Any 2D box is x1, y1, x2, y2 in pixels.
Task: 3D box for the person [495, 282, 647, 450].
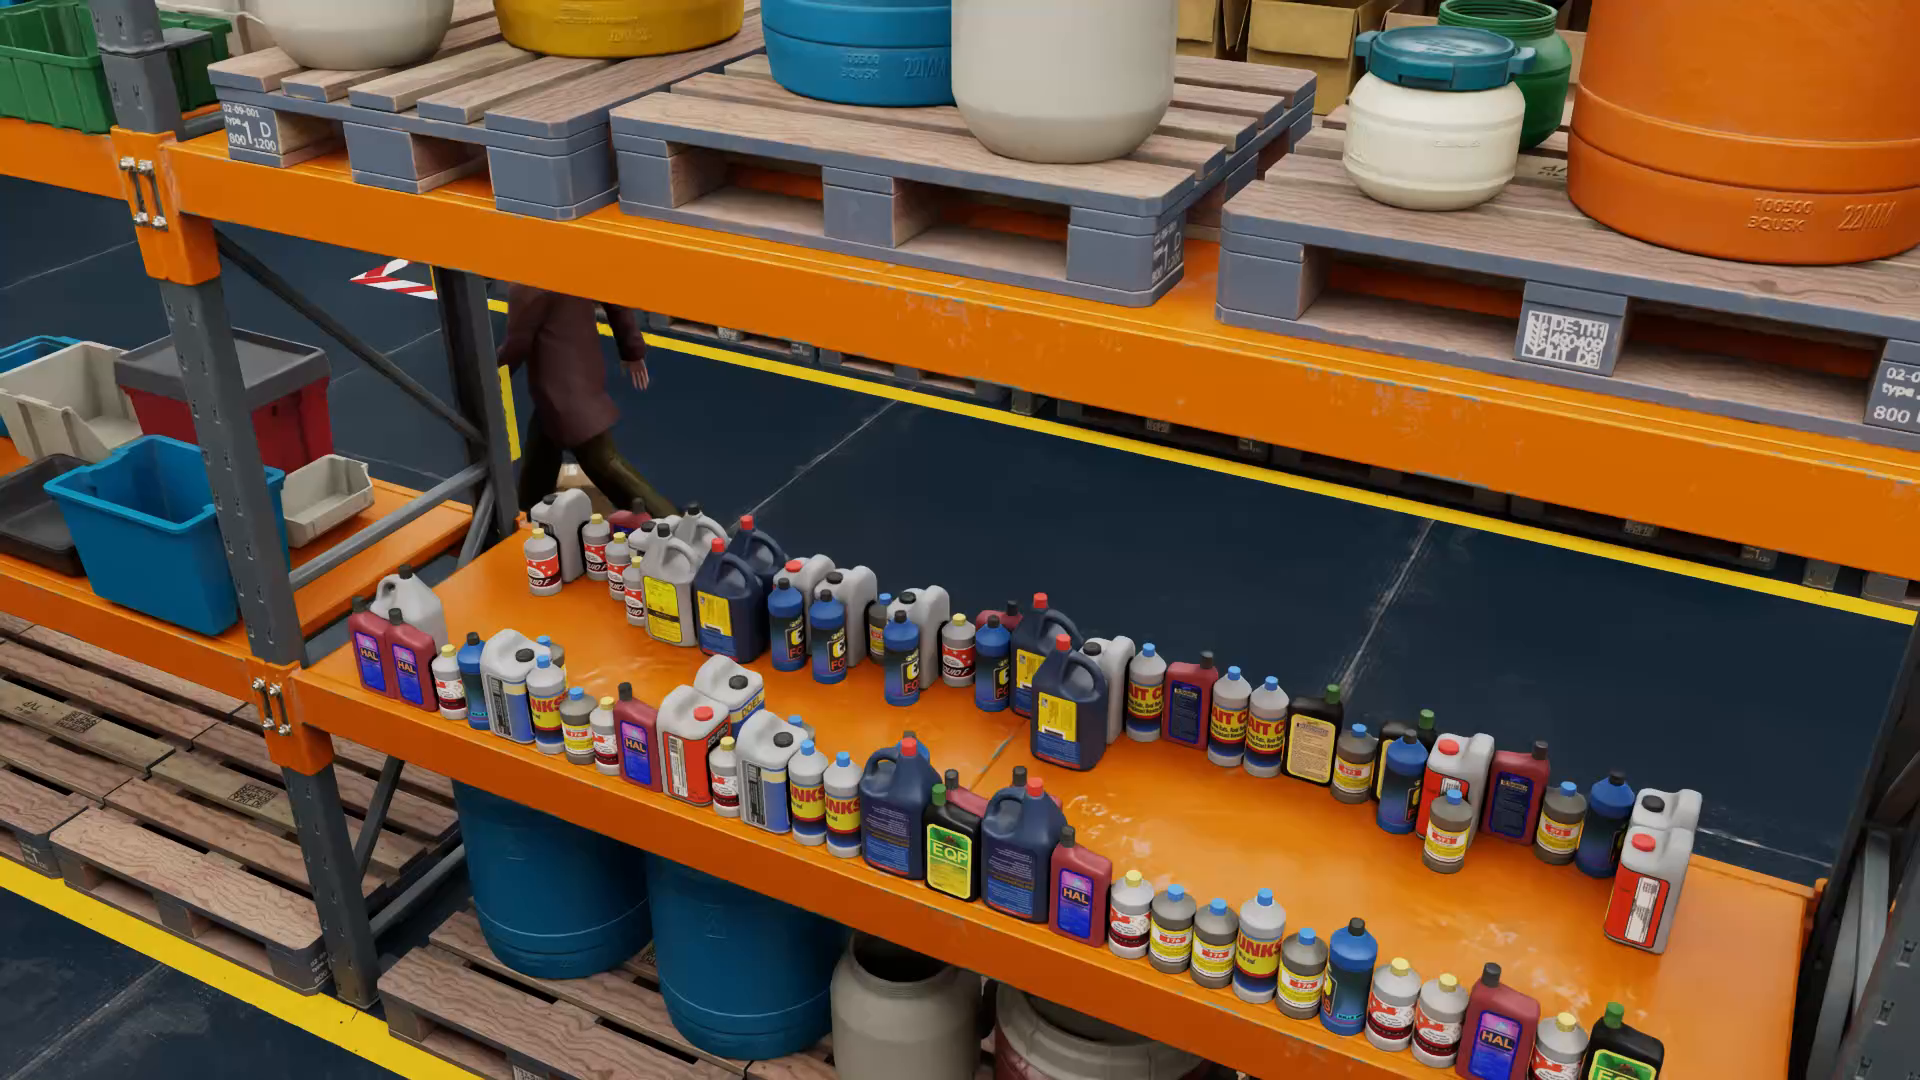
[{"bbox_3d":[-1.769,-0.895,7.382,0.539,0.955,0.667,8,31,14],"label":"person"}]
